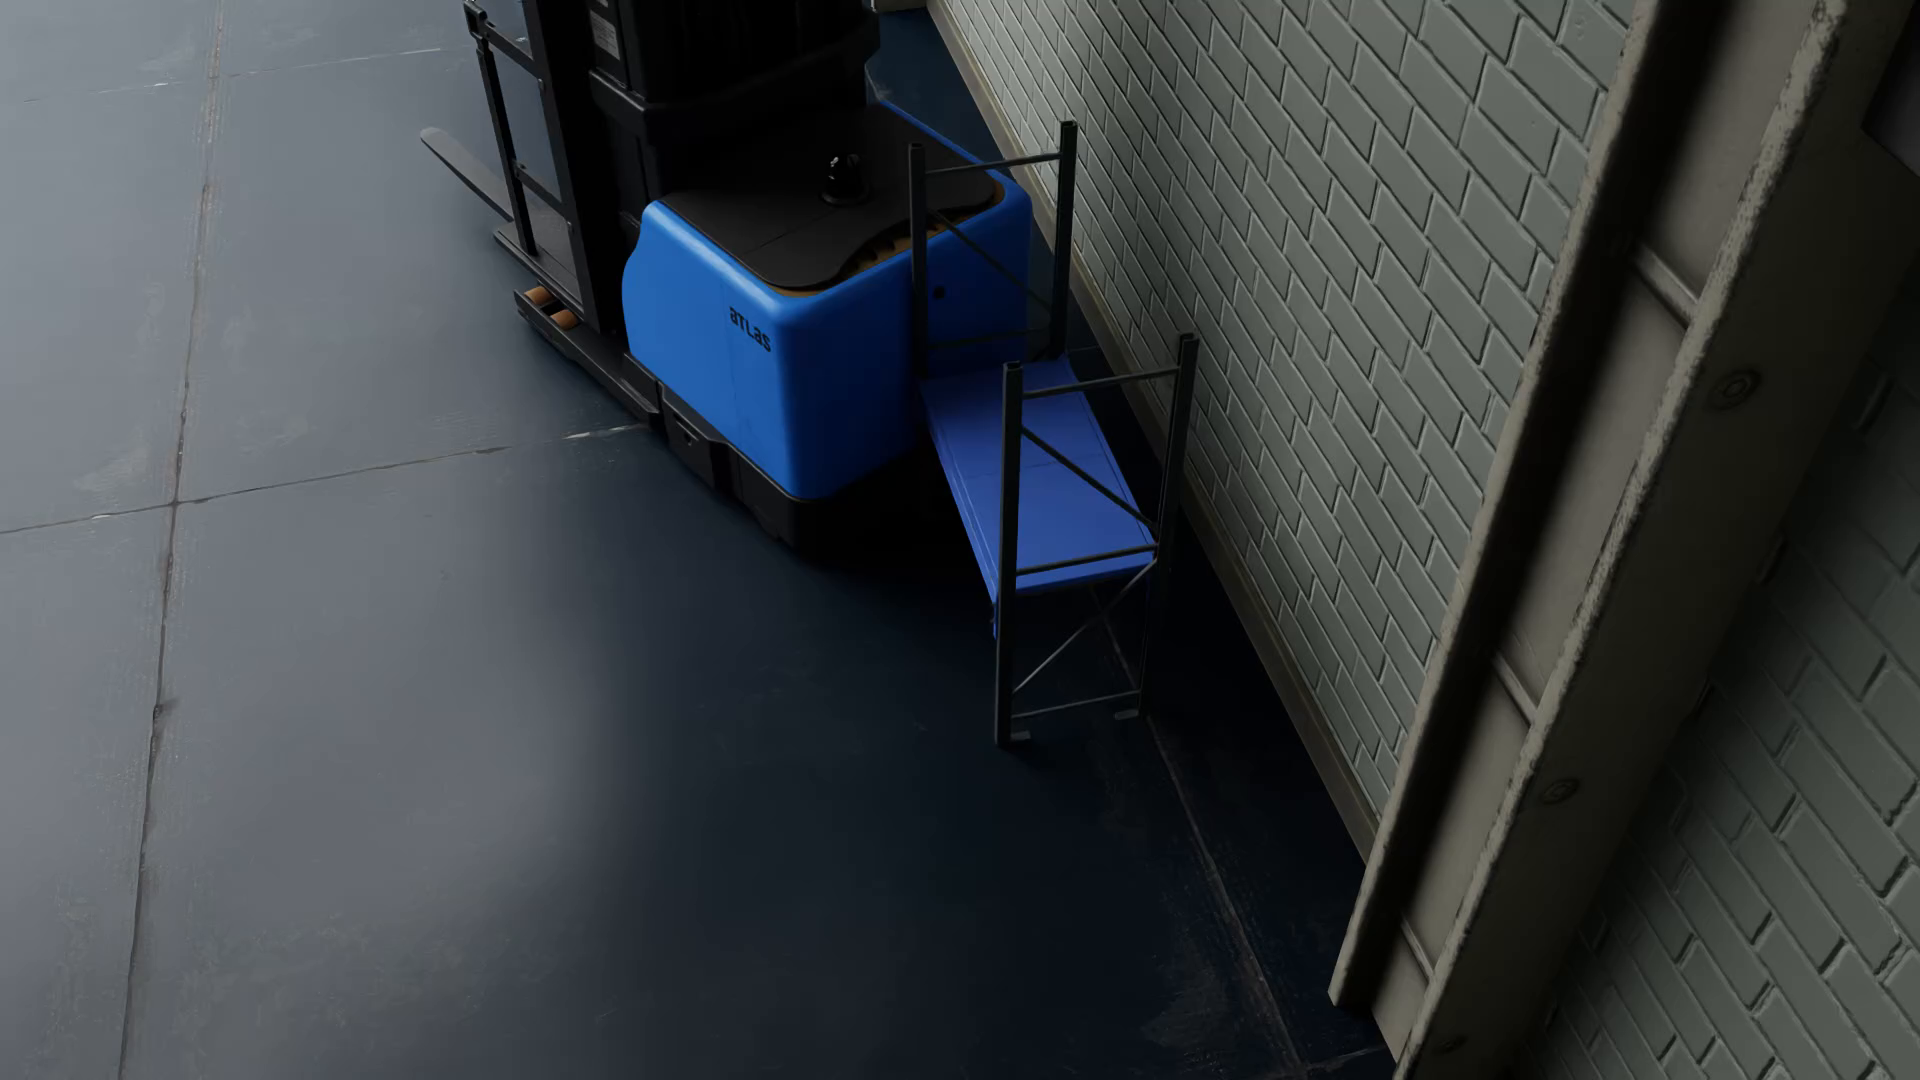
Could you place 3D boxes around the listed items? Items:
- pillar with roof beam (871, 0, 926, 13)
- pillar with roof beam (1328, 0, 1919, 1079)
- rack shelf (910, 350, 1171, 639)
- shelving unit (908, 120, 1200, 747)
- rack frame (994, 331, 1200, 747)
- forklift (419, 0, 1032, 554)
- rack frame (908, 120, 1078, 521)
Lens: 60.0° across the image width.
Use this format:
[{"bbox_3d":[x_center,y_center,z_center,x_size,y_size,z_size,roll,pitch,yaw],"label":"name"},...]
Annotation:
[{"bbox_3d":[-4.495,-5.169,4.515,9.100,9.000,0.400,-11,47,-10],"label":"pillar with roof beam"},{"bbox_3d":[-2.959,-1.026,0.455,9.100,9.000,0.400,-11,47,-10],"label":"pillar with roof beam"},{"bbox_3d":[0.225,-0.168,5.116,0.538,0.185,1.000,-10,47,-10],"label":"rack shelf"},{"bbox_3d":[0.225,-0.294,4.988,0.538,1.500,1.048,-10,47,-10],"label":"shelving unit"},{"bbox_3d":[0.352,0.057,4.644,0.500,1.500,0.032,-10,47,-10],"label":"rack frame"},{"bbox_3d":[-1.090,-1.962,5.621,1.130,2.935,3.031,-32,53,-27],"label":"forklift"},{"bbox_3d":[0.097,-0.645,5.332,0.500,1.500,0.032,-10,47,-10],"label":"rack frame"}]
